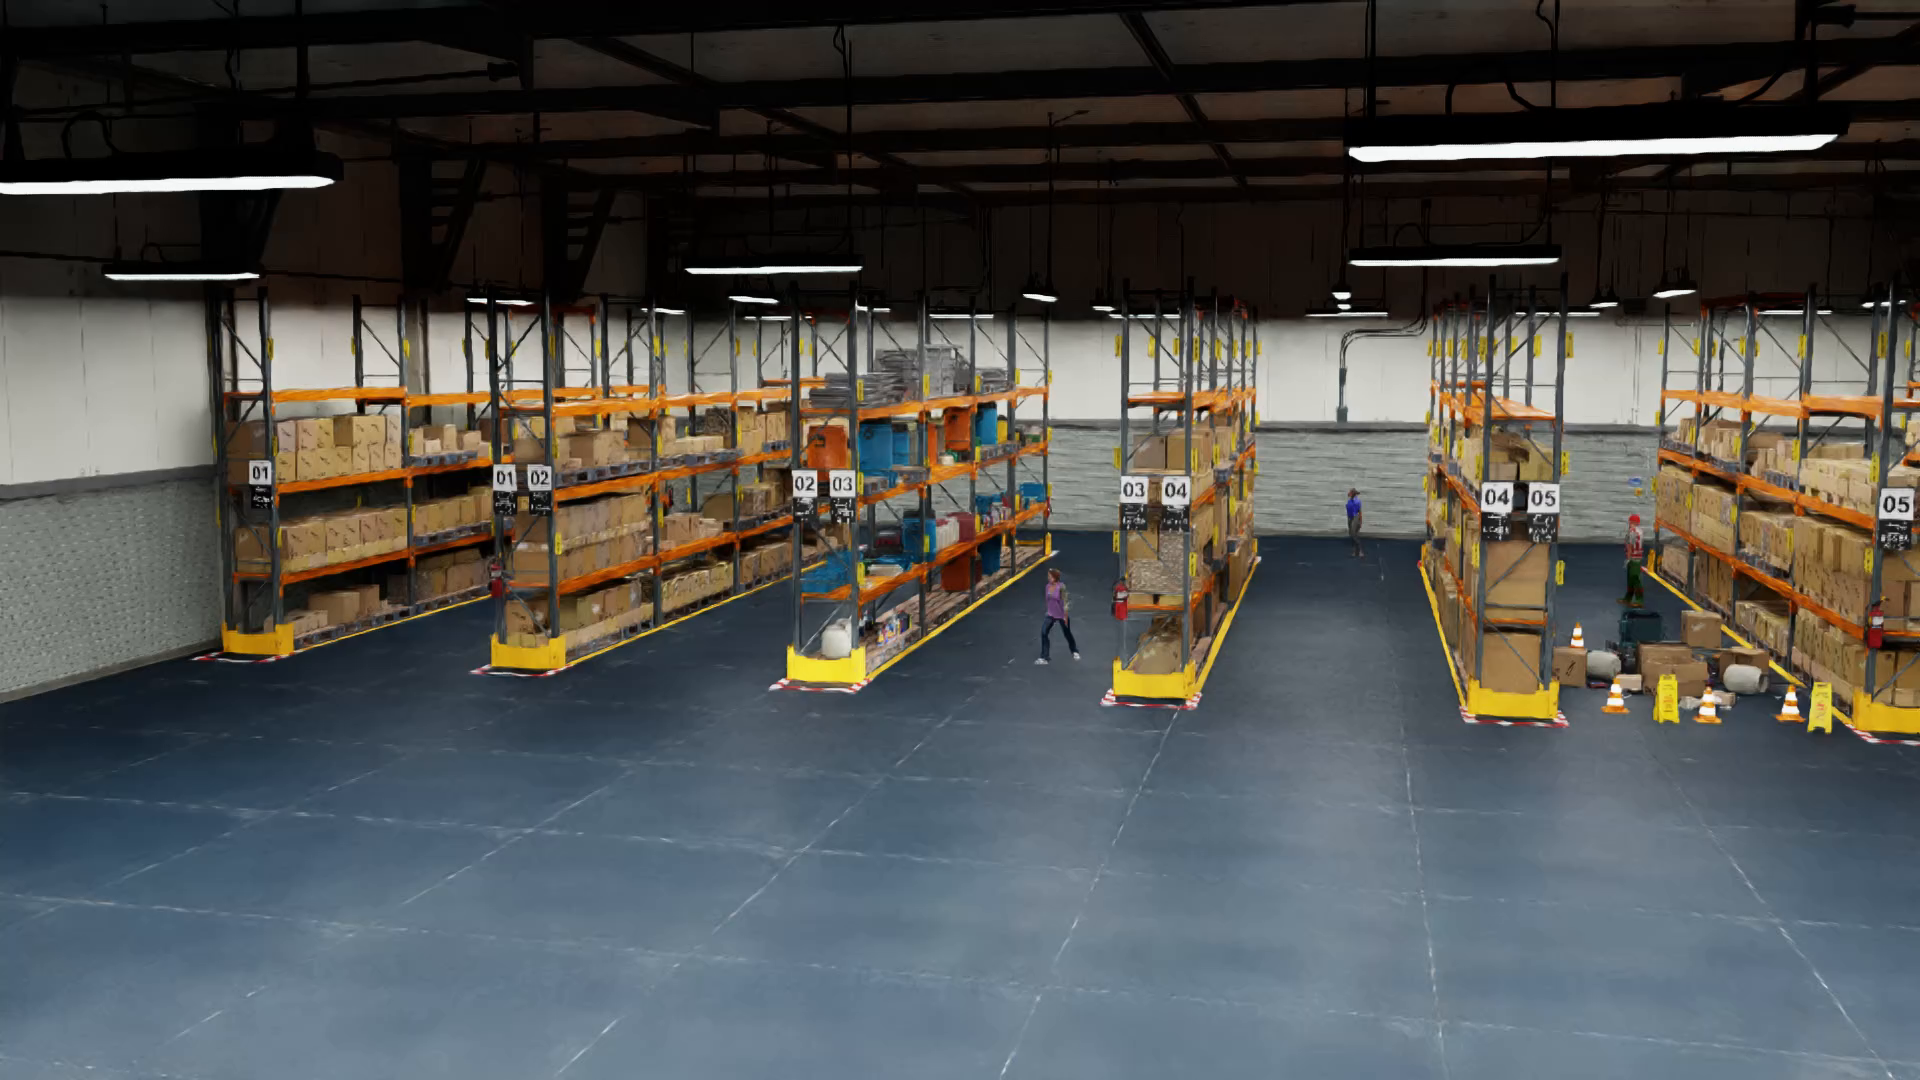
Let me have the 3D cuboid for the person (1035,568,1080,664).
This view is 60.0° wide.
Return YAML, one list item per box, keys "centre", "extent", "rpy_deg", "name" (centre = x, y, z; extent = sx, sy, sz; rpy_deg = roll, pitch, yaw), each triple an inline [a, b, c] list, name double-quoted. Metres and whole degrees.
- centre: [1.575, 1.194, 26.514]
  extent: [0.458, 1.531, 0.876]
  rpy_deg: [5, 8, 36]
  name: "person"

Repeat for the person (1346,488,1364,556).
- centre: [9.550, -0.432, 40.170]
  extent: [0.363, 1.640, 0.568]
  rpy_deg: [-2, 7, -18]
  name: "person"

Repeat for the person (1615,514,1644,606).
- centre: [13.125, 0.372, 32.510]
  extent: [0.581, 1.785, 0.664]
  rpy_deg: [4, 8, 34]
  name: "person"
